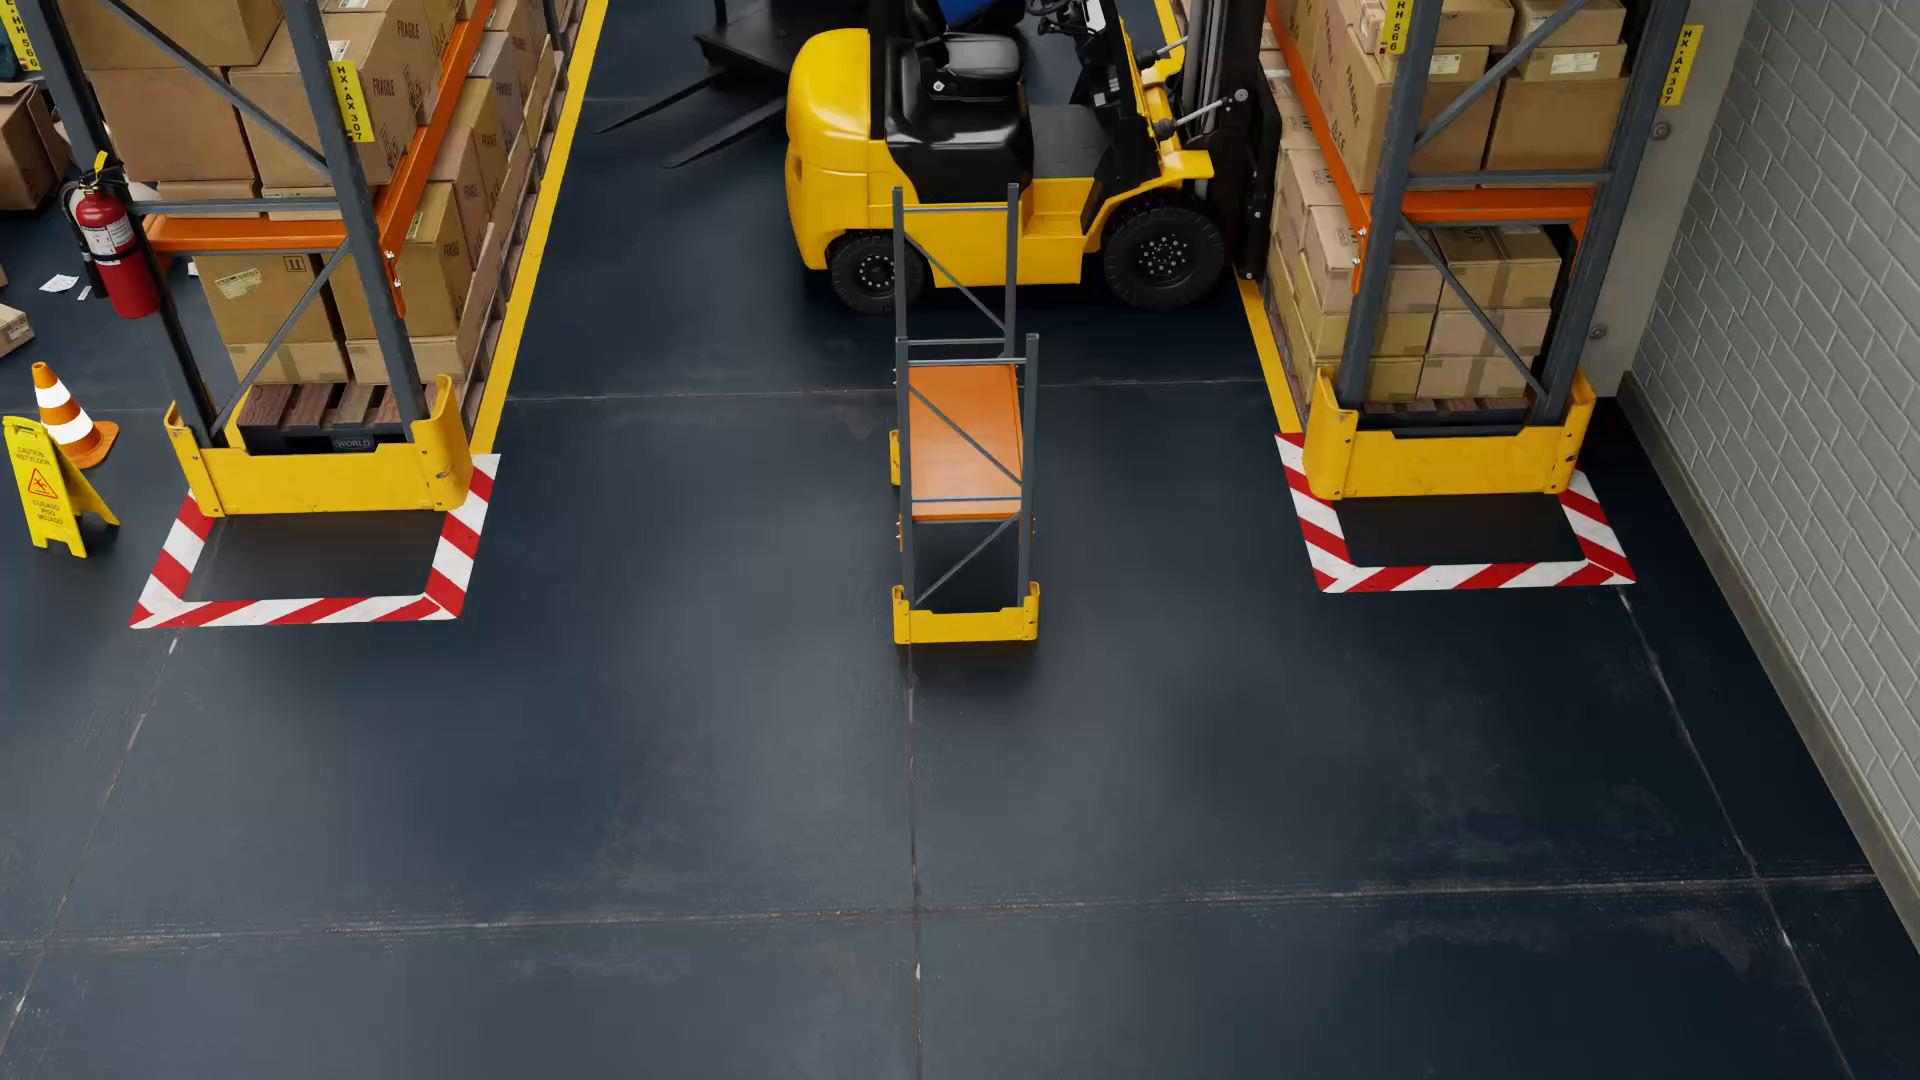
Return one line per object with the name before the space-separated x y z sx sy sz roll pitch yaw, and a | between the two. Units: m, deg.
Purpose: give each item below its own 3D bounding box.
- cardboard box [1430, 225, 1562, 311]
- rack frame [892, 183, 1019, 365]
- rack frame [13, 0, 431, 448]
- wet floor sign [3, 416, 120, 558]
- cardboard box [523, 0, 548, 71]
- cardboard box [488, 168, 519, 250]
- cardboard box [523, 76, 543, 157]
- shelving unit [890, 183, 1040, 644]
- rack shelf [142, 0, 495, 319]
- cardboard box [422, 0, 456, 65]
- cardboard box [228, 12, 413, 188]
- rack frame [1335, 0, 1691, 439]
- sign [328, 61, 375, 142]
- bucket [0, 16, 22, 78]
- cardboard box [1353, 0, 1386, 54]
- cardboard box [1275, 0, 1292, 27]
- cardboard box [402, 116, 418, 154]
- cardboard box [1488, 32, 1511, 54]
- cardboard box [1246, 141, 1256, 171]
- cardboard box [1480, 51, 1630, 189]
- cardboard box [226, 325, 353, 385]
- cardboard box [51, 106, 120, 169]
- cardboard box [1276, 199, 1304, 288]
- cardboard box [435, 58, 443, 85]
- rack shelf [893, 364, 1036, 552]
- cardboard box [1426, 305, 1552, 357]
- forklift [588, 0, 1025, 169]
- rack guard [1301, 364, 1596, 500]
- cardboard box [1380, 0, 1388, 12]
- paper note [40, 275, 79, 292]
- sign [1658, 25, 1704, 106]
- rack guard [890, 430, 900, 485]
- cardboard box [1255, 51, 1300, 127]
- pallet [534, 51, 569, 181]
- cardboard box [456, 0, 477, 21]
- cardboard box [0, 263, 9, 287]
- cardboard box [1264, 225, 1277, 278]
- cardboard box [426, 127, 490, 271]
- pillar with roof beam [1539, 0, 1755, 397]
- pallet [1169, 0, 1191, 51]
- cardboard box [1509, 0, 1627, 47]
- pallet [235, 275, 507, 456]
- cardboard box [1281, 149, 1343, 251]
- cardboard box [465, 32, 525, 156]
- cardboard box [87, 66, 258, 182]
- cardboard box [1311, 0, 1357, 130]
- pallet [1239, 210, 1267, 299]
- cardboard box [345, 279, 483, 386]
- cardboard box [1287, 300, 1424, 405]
cardboard box | 2.329 -1.272 7.402 0.500 0.250 0.500 -2 43 -2
rack frame | -0.018 -0.838 7.055 0.500 1.500 0.032 -2 43 -2
rack frame | -2.799 -1.288 6.435 1.000 3.000 0.127 -2 43 -2
wet floor sign | -3.860 -0.261 7.057 0.267 0.644 0.232 12 44 13
cardboard box | -2.676 -3.014 9.487 0.500 0.500 0.500 -2 43 -2
cardboard box | -2.607 -1.694 8.603 0.500 0.250 0.500 1 43 1
cardboard box | -2.643 -2.379 9.349 0.500 0.250 0.500 -3 43 -3
shelving unit | 0.003 -0.501 6.687 0.587 1.500 1.083 -2 43 -2
rack shelf | -2.884 -2.373 8.151 1.077 0.370 4.000 -2 43 -2
cardboard box | -2.590 -2.456 7.415 0.500 0.500 0.500 -2 43 -3
cardboard box | -2.542 -1.762 6.658 0.500 0.500 0.500 -2 43 -2
rack frame | 2.160 -1.433 6.593 1.000 3.000 0.127 -2 43 -2
sign | -2.257 -1.623 6.160 0.100 0.325 0.005 -2 43 -2
bucket | -5.601 -3.106 9.716 0.726 0.611 0.620 12 34 13
cardboard box | 1.825 -2.106 6.774 0.380 0.149 0.250 -1 43 -1
cardboard box | 1.810 -2.830 8.043 0.500 0.500 0.500 -1 43 -2
cardboard box | -2.562 -1.782 7.160 0.380 0.149 0.250 -3 43 -3
cardboard box | 2.331 -2.110 6.778 0.380 0.149 0.250 -2 43 -2
cardboard box | 1.756 -2.103 8.678 0.500 0.250 0.500 -2 43 -2
cardboard box | 2.416 -1.812 6.933 0.500 0.500 0.500 0 43 0
cardboard box | -3.103 -0.983 7.827 0.500 0.250 0.500 -2 43 -2
cardboard box | -5.079 -2.369 9.638 0.258 0.266 0.396 -32 51 -30
cardboard box | 1.816 -1.417 7.930 0.500 0.250 0.500 -2 43 -2
cardboard box | -2.571 -2.128 7.538 0.380 0.149 0.250 -1 43 -1
rack shelf | 0.004 -0.363 6.802 0.538 0.185 1.000 -2 43 -2
cardboard box | 2.348 -1.082 7.564 0.500 0.250 0.500 -1 43 -1
forklift | -0.903 -3.895 9.330 1.130 2.935 3.031 29 50 28
rack guard | 2.161 -0.495 7.420 1.175 0.500 0.348 -2 43 -2
cardboard box | 1.893 -2.220 6.678 0.380 0.149 0.250 -2 43 -2
paper note | -4.714 -1.348 8.706 0.148 0.019 0.142 12 44 13
sign | 2.715 -1.793 6.287 0.100 0.325 0.005 -2 43 -2
rack guard | -0.018 -0.377 7.476 0.587 0.250 0.087 -2 43 -2
cardboard box | 1.756 -2.272 8.493 0.500 0.250 0.500 -2 43 -3
pallet | -2.905 -2.508 9.830 1.003 0.211 1.213 -2 43 -2
cardboard box | -2.576 -2.655 8.113 0.380 0.149 0.250 -1 43 -1
cardboard box | -5.403 -1.481 8.493 0.797 0.503 0.637 -32 51 -30
cardboard box | 1.800 -1.556 8.452 0.500 0.250 0.500 -1 43 -1
cardboard box | -2.585 -1.627 7.974 0.500 0.500 0.500 -3 43 -3
pillar with roof beam | -1.270 -4.017 4.972 9.100 9.000 0.400 -2 43 -2
pallet | 1.920 -3.601 11.023 1.003 0.211 1.213 -2 43 -2
cardboard box | 2.359 -2.051 6.494 0.380 0.149 0.250 -2 43 -3
pallet | -2.801 -0.861 8.033 1.003 0.211 1.213 -2 43 -2
cardboard box | 1.801 -1.589 7.748 0.500 0.250 0.500 -1 43 -1
cardboard box | -2.630 -2.326 8.737 0.500 0.500 0.500 0 43 0
cardboard box | -3.097 -1.793 6.692 0.500 0.500 0.500 -2 43 -3
cardboard box | 1.864 -2.145 7.296 0.500 0.500 0.500 0 43 0
pallet | 2.037 -1.742 8.994 1.003 0.211 1.213 -2 43 -2
cardboard box | -2.557 -0.981 7.825 0.500 0.250 0.500 -2 43 -2
cardboard box | 1.824 -0.882 7.717 0.500 0.250 0.500 -1 43 -1
